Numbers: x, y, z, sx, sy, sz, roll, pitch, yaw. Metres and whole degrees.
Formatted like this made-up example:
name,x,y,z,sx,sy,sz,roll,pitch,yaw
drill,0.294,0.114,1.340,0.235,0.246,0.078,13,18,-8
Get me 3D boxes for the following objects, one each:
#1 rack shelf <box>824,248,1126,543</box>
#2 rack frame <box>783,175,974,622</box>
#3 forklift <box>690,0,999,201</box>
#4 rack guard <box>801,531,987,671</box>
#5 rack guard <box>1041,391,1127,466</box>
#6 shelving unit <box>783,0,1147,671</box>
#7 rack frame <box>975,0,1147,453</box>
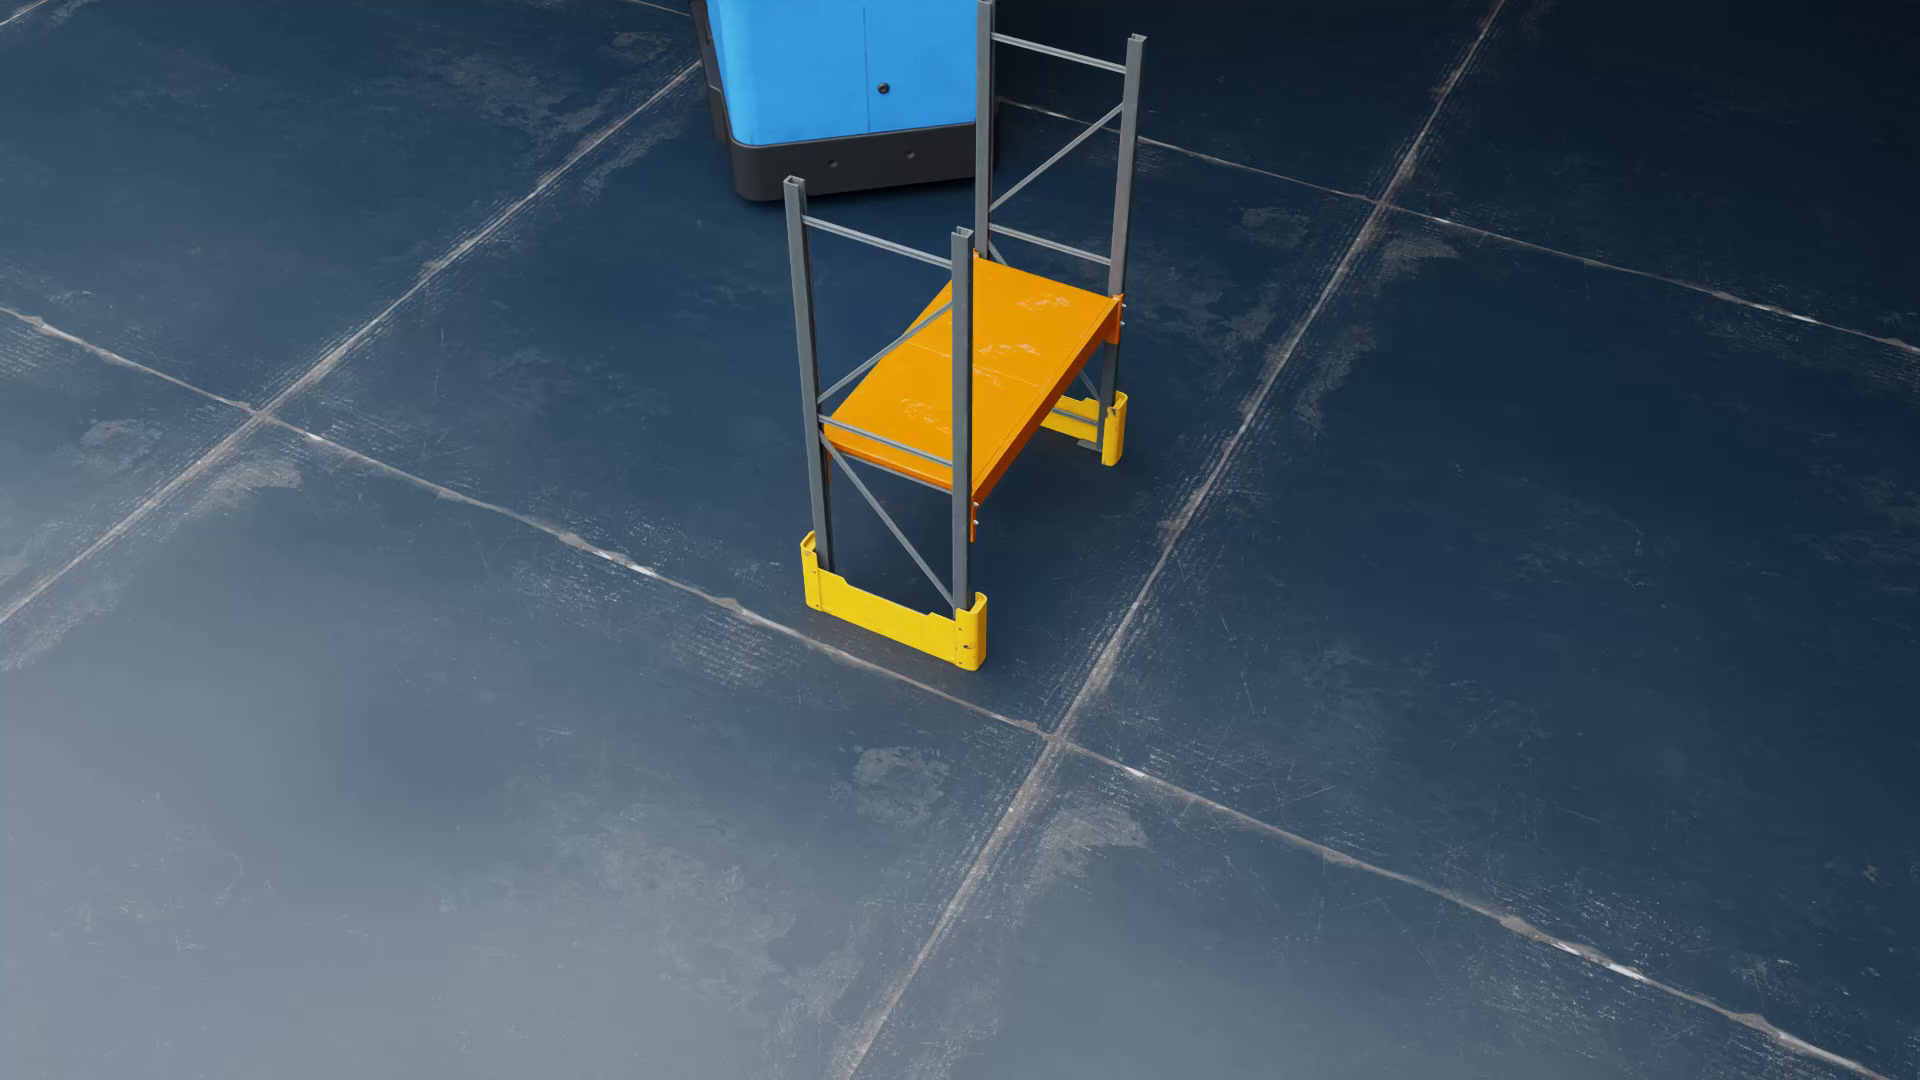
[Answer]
name,x,y,z,sx,sy,sz,roll,pitch,yaw
rack shelf,0.040,-0.455,4.898,0.538,0.185,1.000,20,49,19
rack frame,-0.196,-0.261,4.453,0.500,1.500,0.032,20,49,19
forklift,-0.650,-3.408,6.557,1.130,2.935,3.031,-8,46,-8
rack guard,-0.196,0.178,4.898,0.587,0.250,0.087,20,49,19
rack guard,0.267,-0.450,5.519,0.587,0.250,0.087,20,49,19
shelving unit,0.035,-0.575,4.764,0.587,1.500,1.083,20,49,19
rack frame,0.276,-0.901,5.086,0.500,1.500,0.032,20,49,19
